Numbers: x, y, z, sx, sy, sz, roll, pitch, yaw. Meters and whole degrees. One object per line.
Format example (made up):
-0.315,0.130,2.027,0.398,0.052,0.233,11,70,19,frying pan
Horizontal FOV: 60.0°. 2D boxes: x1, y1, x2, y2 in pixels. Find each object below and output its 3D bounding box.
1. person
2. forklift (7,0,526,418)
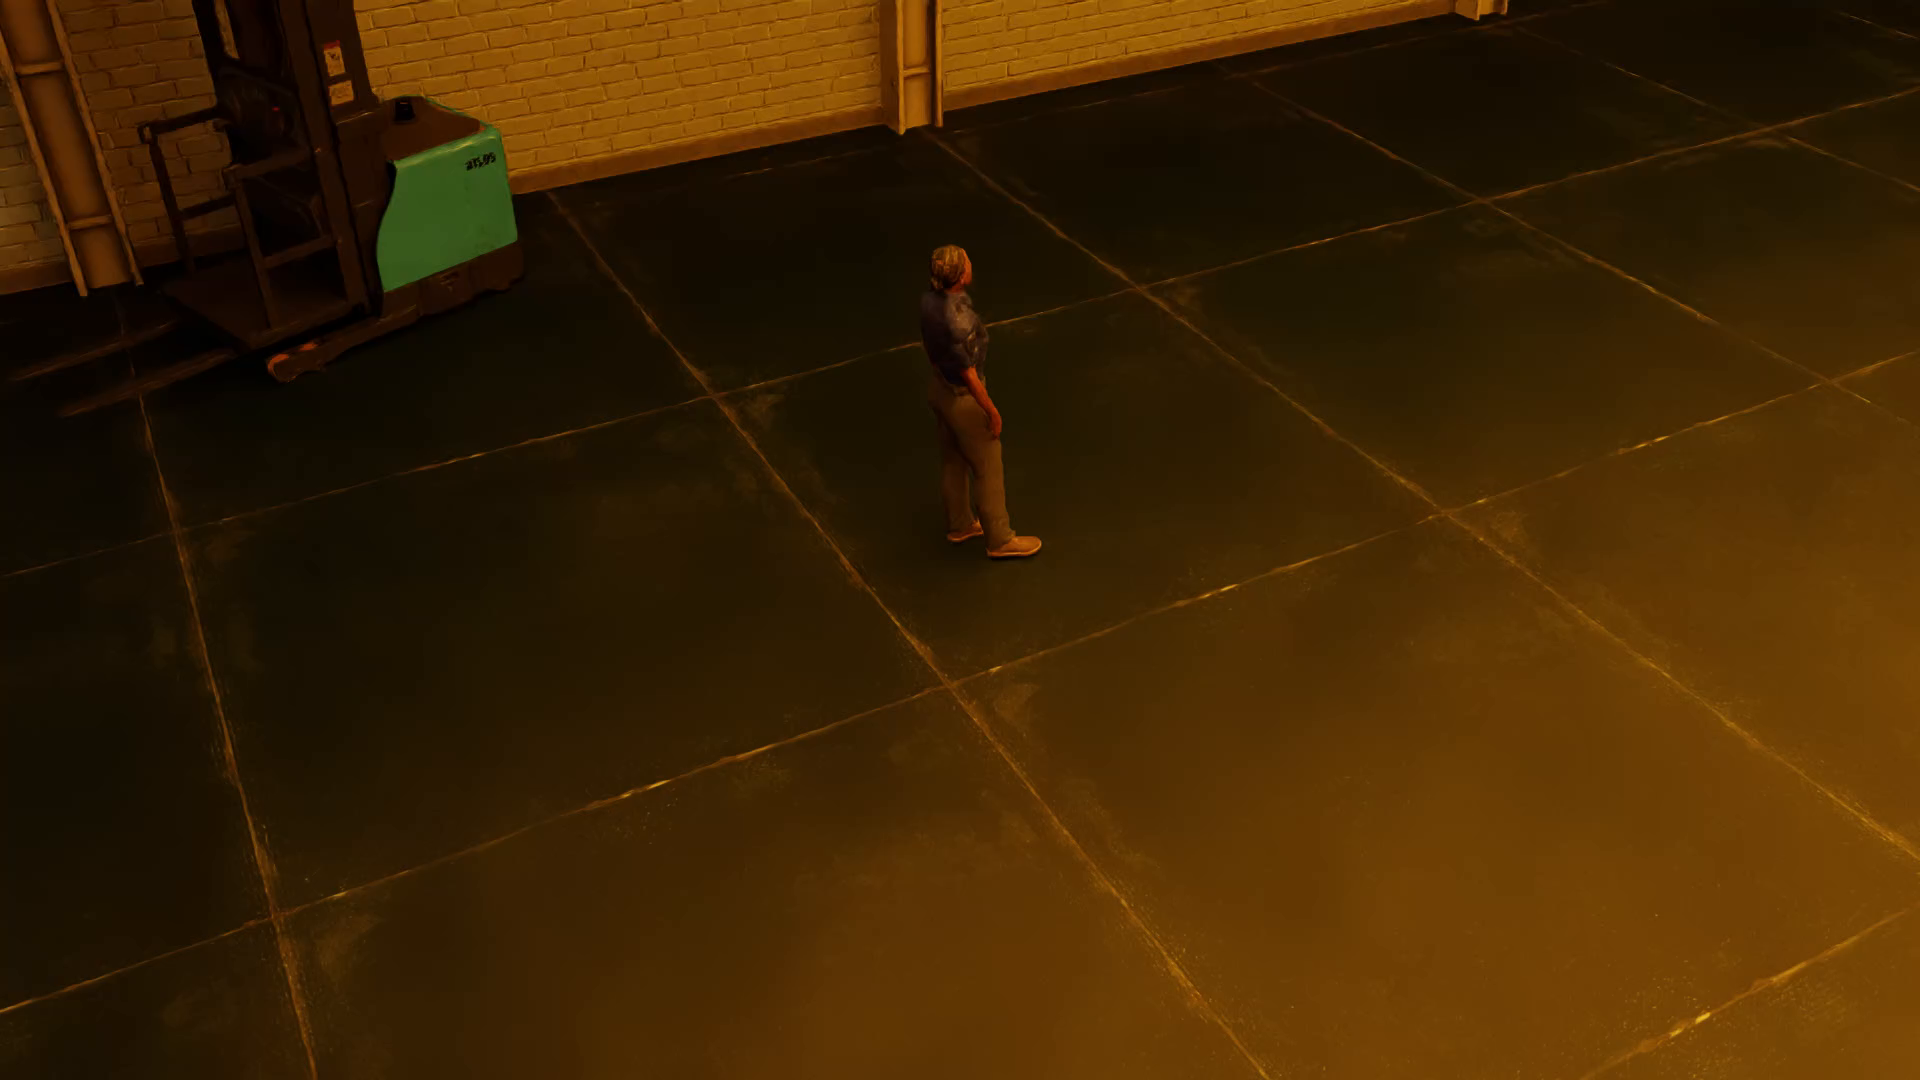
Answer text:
0.087,-0.692,8.202,0.503,1.648,0.570,-17,39,-23,person
-4.245,-2.474,9.623,1.130,2.935,3.031,27,44,33,forklift
